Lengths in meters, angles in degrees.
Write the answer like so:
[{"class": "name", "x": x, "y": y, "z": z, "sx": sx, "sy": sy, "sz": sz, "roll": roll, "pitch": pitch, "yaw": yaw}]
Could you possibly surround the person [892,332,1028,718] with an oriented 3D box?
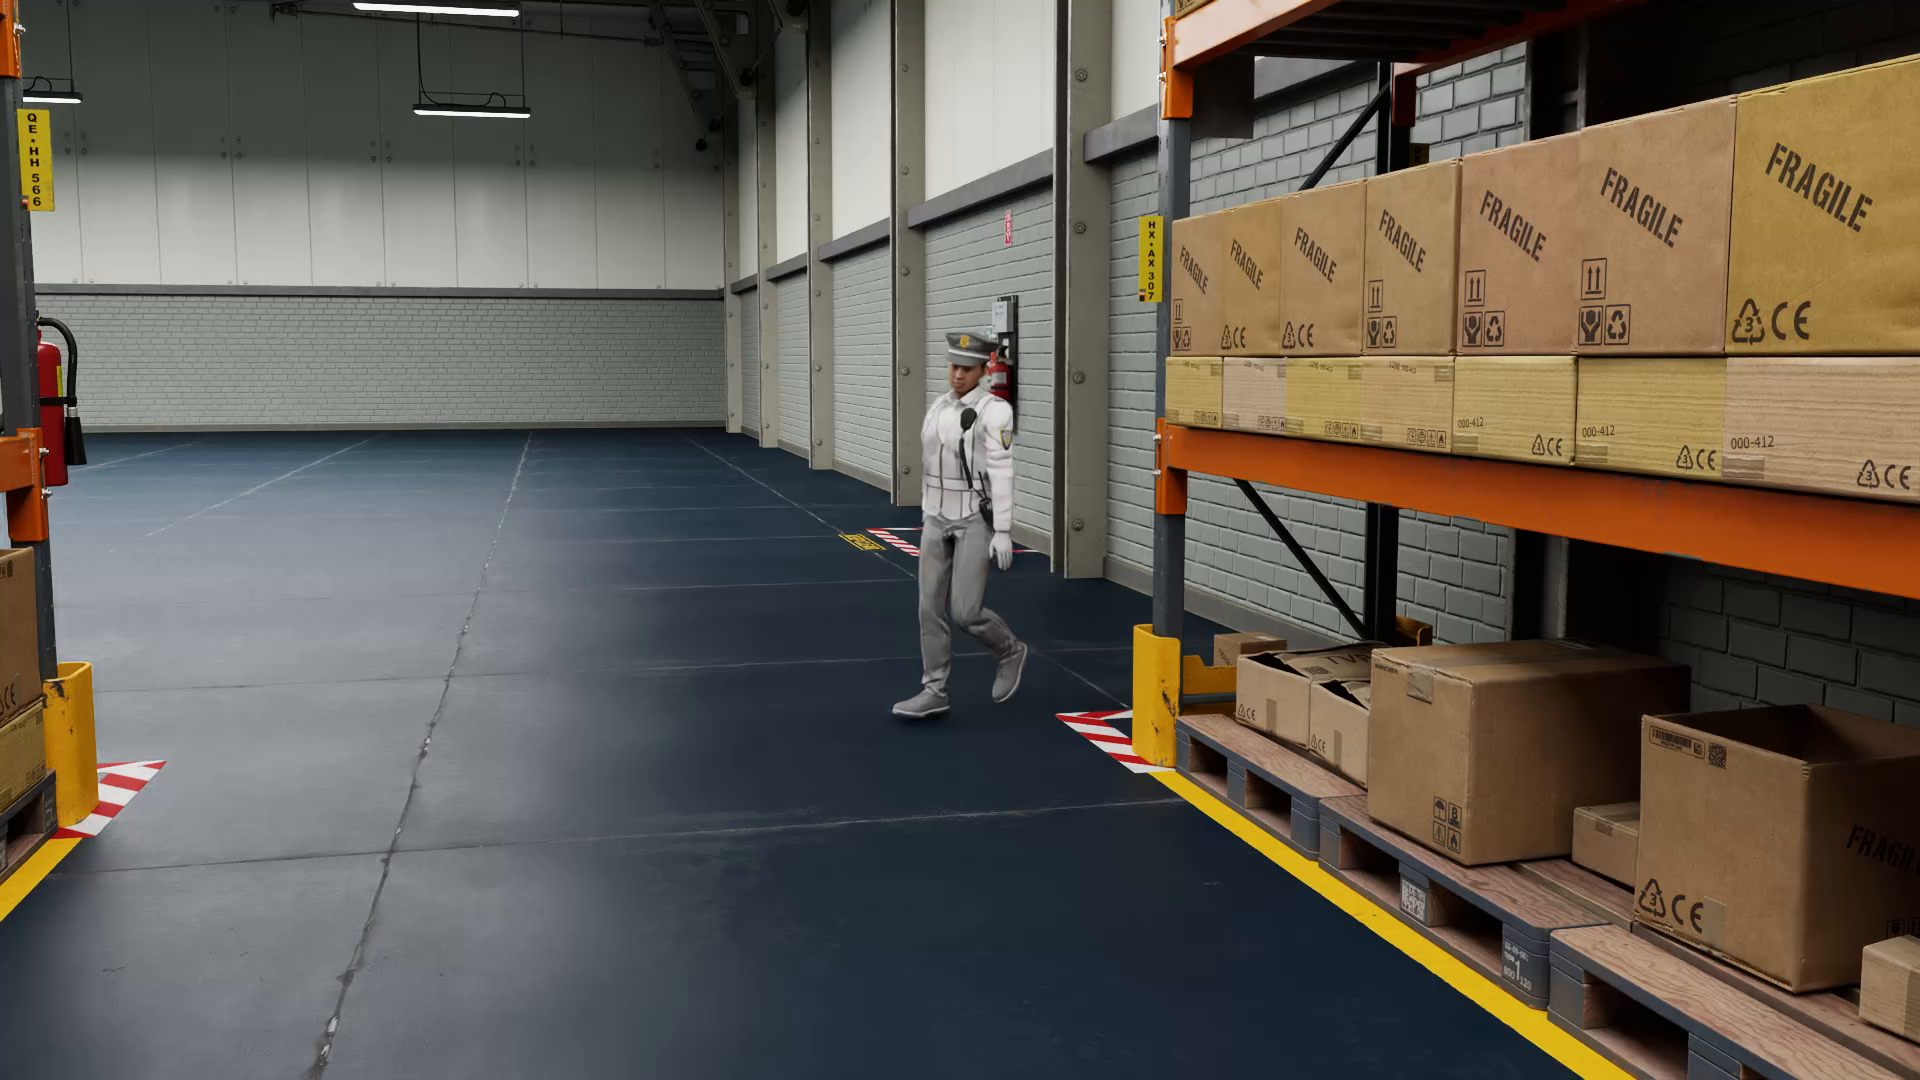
[{"class": "person", "x": 0.035, "y": -0.060, "z": 7.117, "sx": 0.533, "sy": 1.649, "sz": 0.553, "roll": 6, "pitch": 9, "yaw": 45}]
